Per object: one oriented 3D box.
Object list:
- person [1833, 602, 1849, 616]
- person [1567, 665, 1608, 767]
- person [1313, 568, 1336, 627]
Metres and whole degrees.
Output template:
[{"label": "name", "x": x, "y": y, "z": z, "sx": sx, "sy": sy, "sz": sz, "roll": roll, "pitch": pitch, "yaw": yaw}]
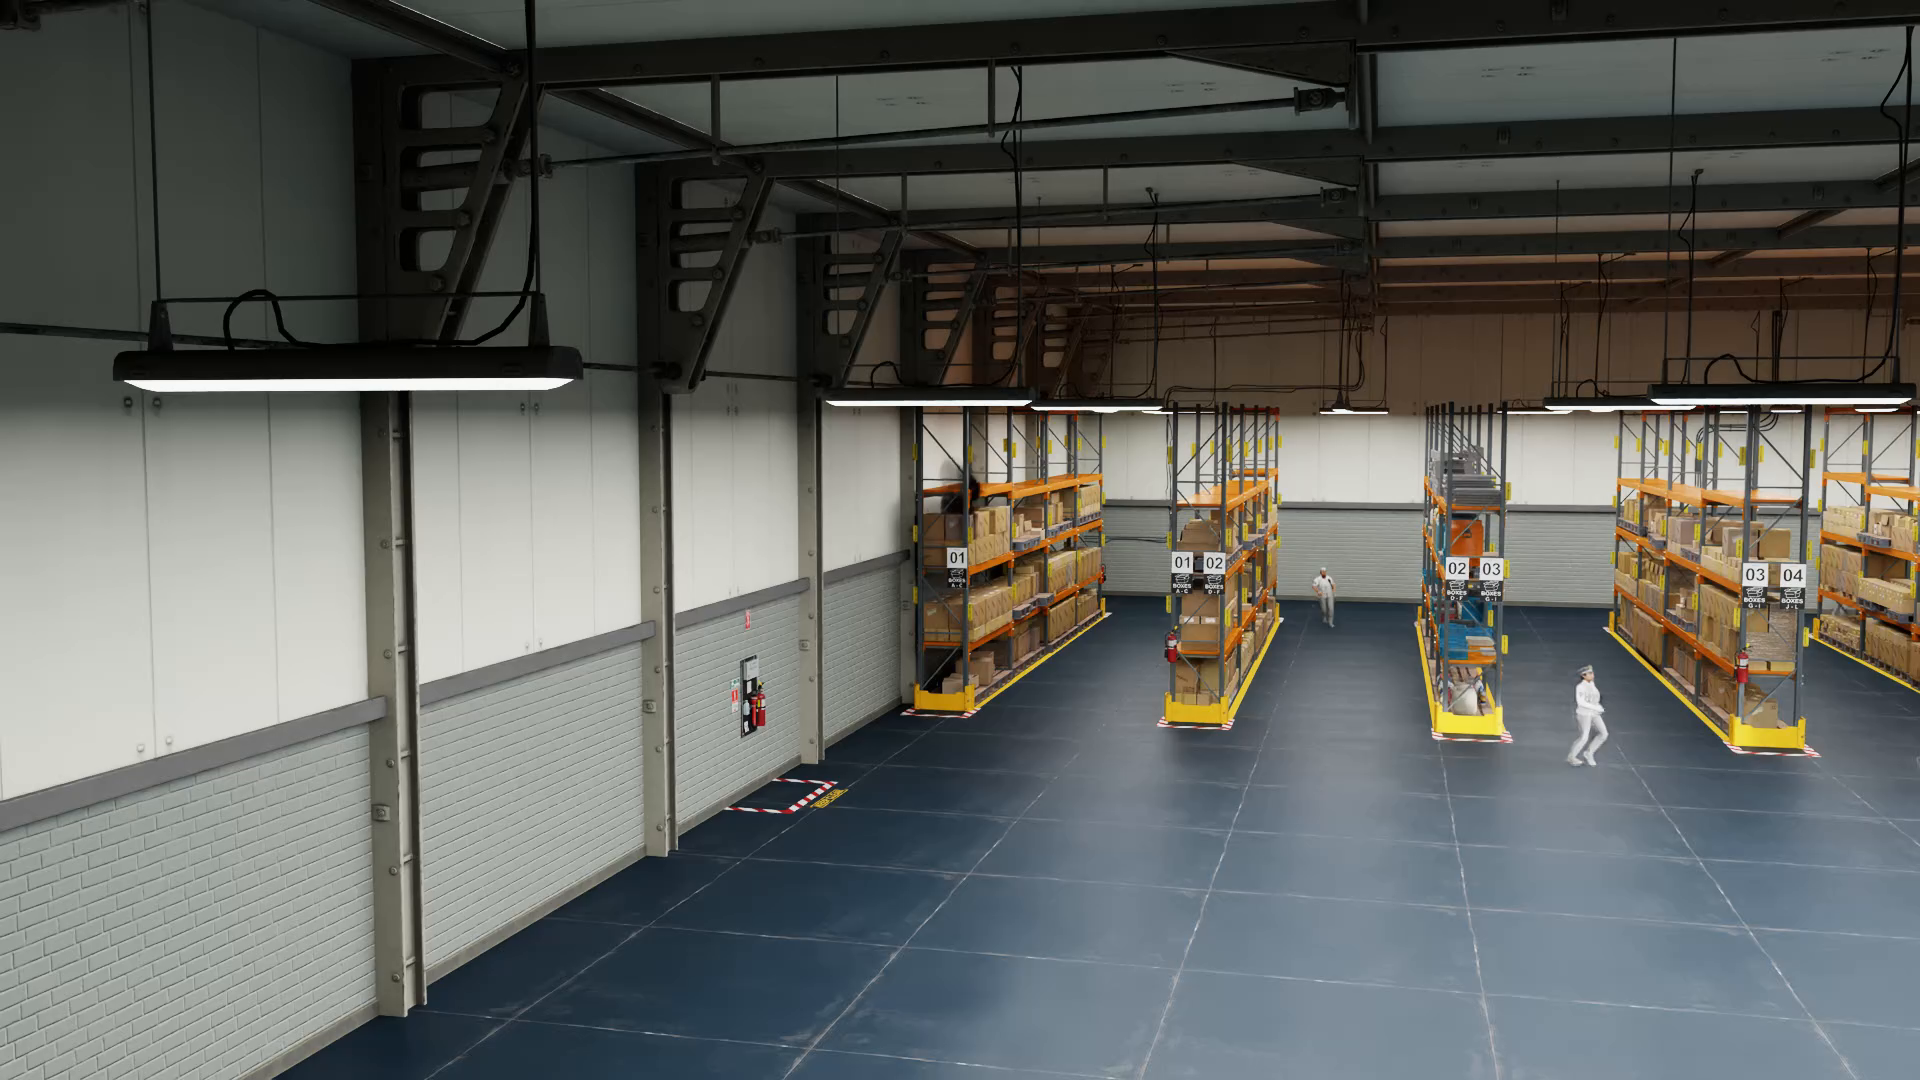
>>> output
[{"label": "person", "x": 23.497, "y": 1.677, "z": 44.283, "sx": 0.450, "sy": 1.561, "sz": 0.530, "roll": -1, "pitch": 4, "yaw": -7}, {"label": "person", "x": 10.284, "y": 2.877, "z": 27.223, "sx": 0.613, "sy": 1.688, "sz": 0.641, "roll": -3, "pitch": 5, "yaw": -39}, {"label": "person", "x": 10.014, "y": 1.563, "z": 45.664, "sx": 0.636, "sy": 1.622, "sz": 0.599, "roll": 0, "pitch": 4, "yaw": -2}]
